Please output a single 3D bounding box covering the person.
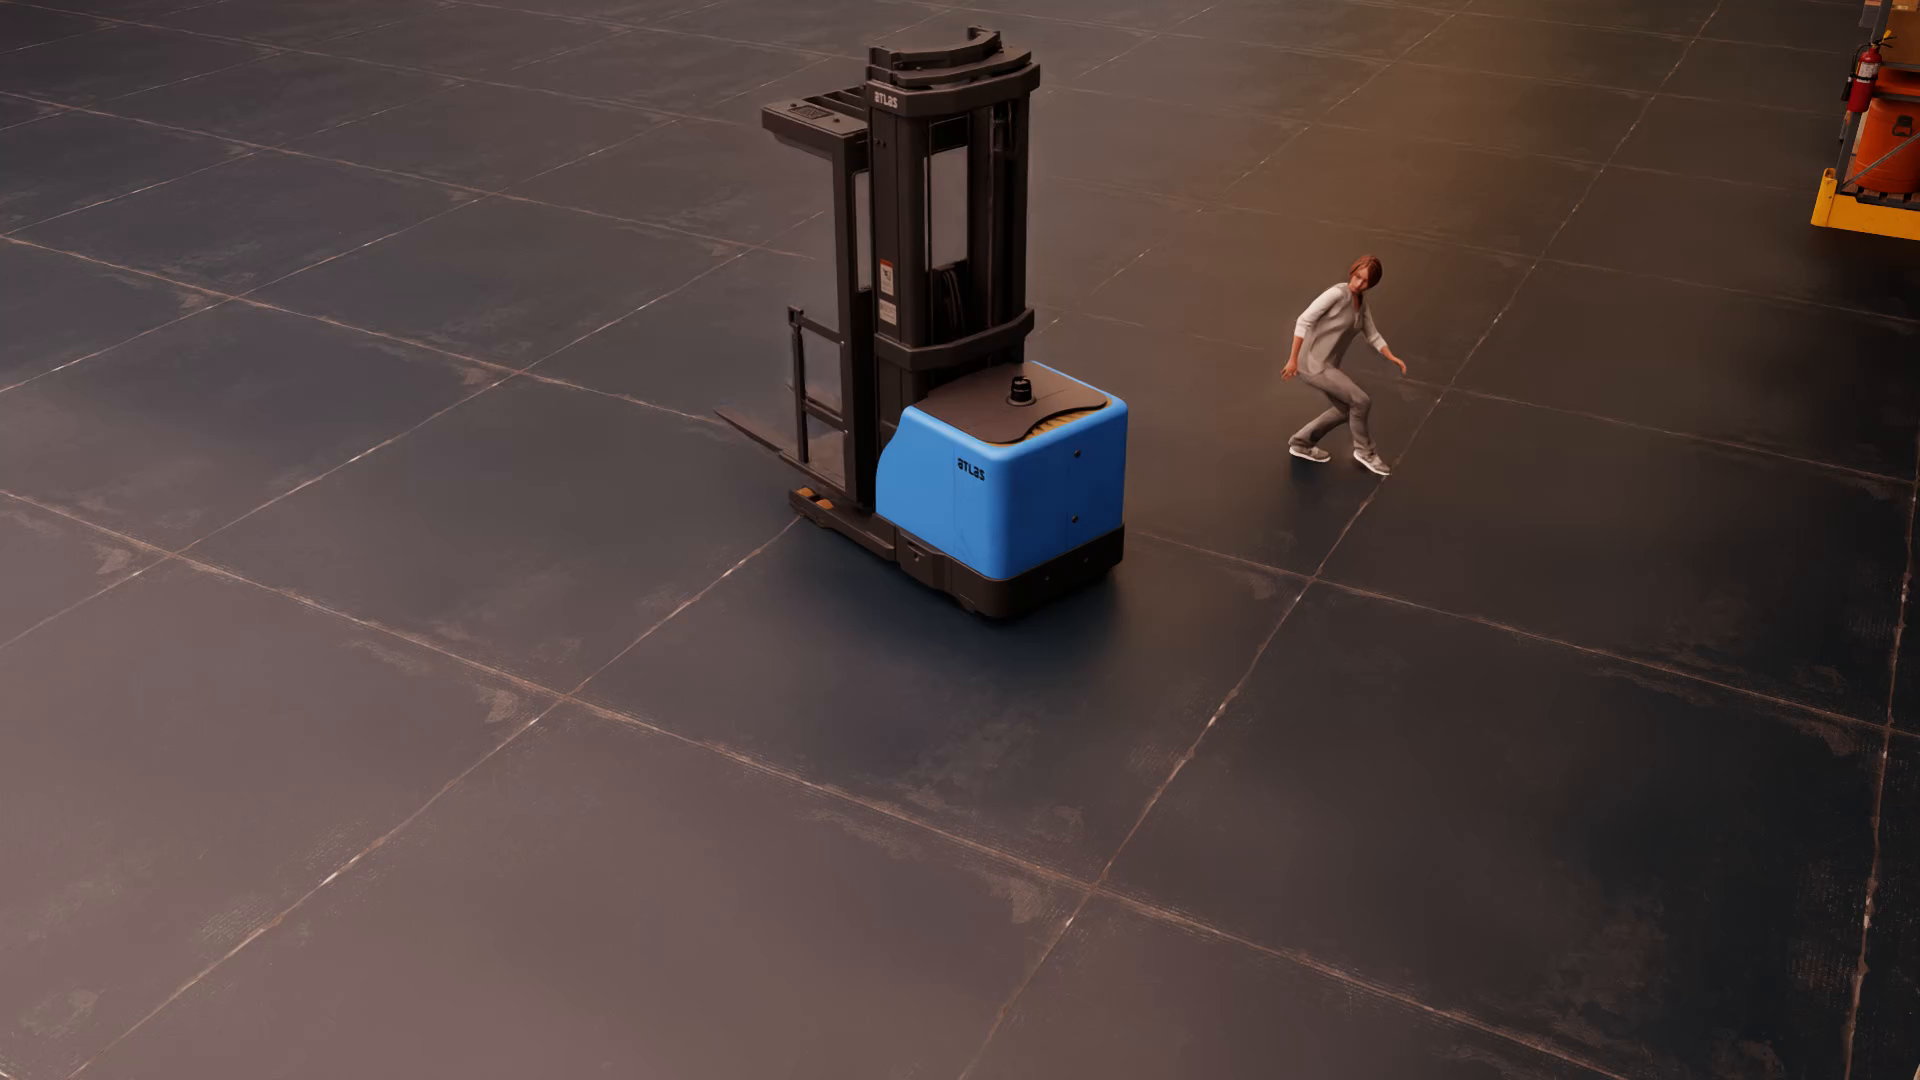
[{"bbox_3d":[2.430,-1.057,10.428,0.699,1.434,0.634,16,33,25],"label":"person"}]

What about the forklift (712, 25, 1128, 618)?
[{"bbox_3d":[-0.403,-1.498,9.667,1.130,2.935,3.031,-24,38,-35],"label":"forklift"}]
